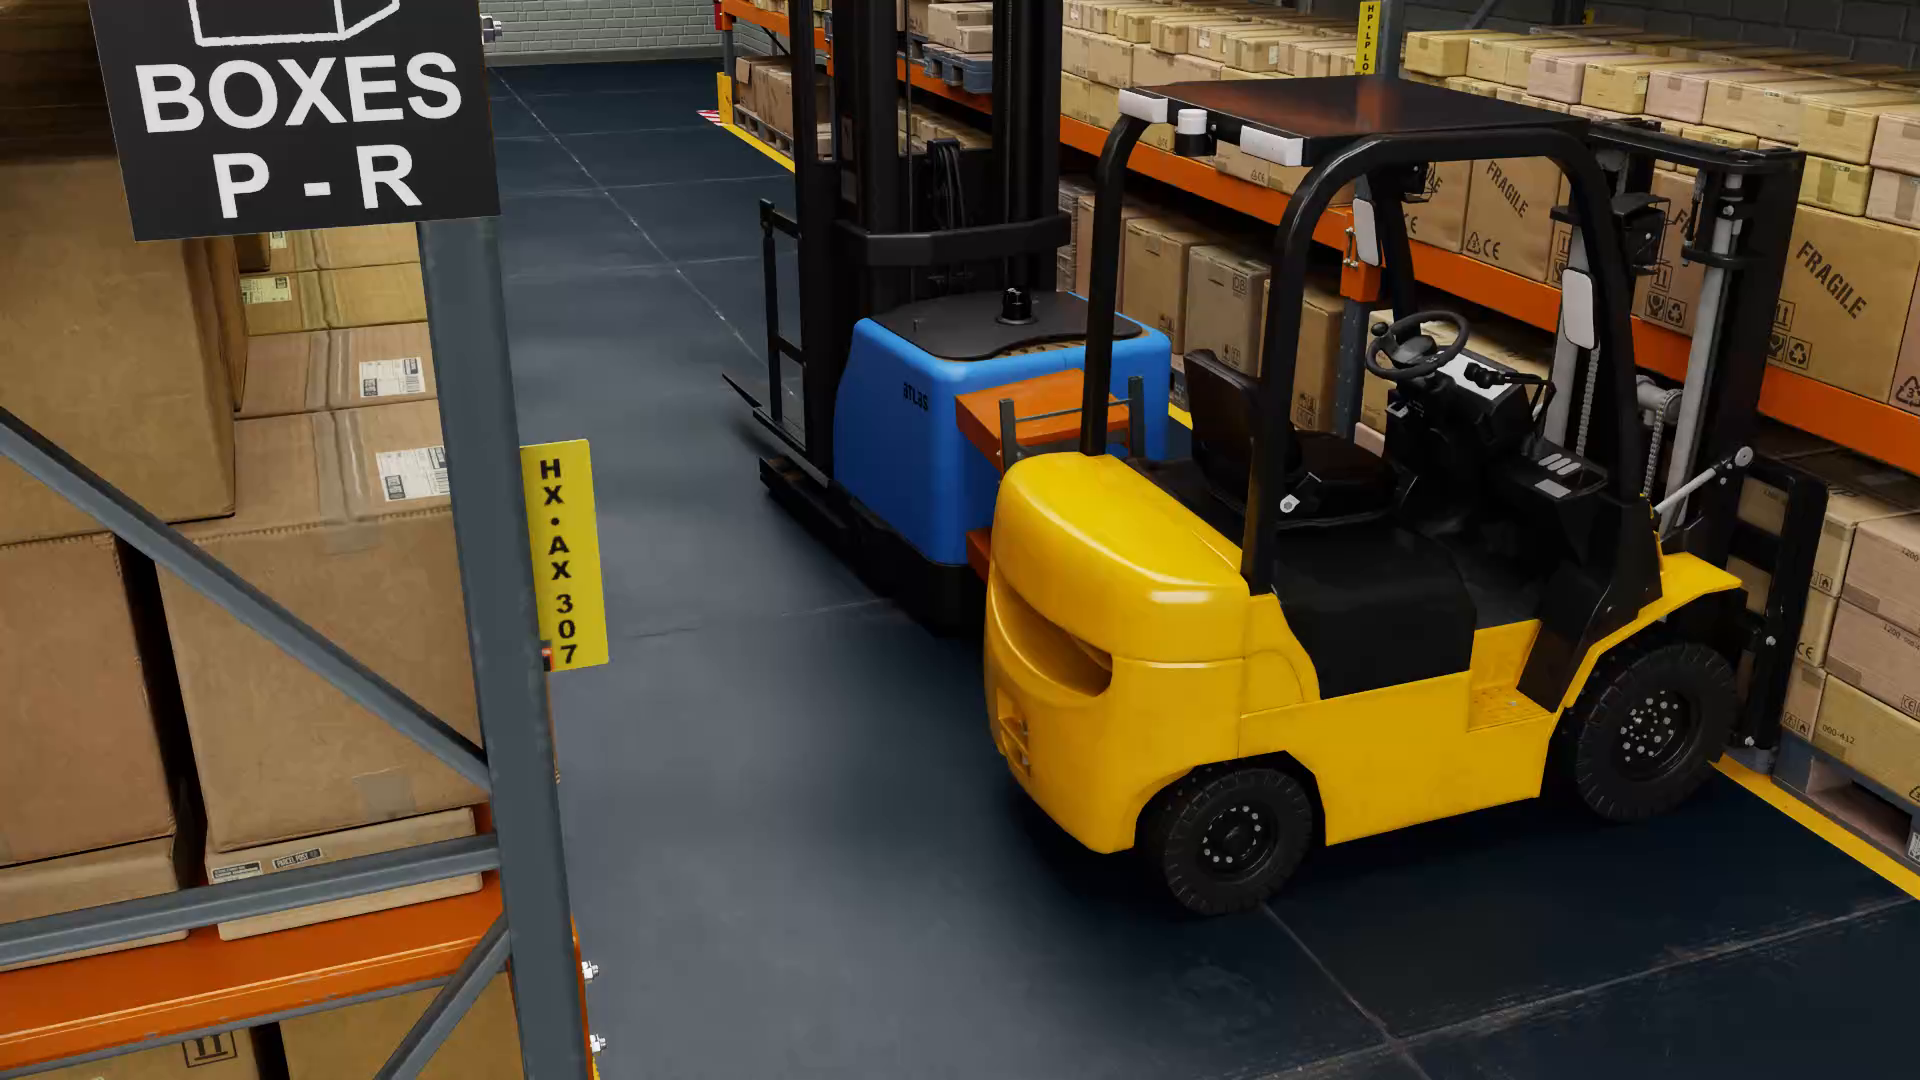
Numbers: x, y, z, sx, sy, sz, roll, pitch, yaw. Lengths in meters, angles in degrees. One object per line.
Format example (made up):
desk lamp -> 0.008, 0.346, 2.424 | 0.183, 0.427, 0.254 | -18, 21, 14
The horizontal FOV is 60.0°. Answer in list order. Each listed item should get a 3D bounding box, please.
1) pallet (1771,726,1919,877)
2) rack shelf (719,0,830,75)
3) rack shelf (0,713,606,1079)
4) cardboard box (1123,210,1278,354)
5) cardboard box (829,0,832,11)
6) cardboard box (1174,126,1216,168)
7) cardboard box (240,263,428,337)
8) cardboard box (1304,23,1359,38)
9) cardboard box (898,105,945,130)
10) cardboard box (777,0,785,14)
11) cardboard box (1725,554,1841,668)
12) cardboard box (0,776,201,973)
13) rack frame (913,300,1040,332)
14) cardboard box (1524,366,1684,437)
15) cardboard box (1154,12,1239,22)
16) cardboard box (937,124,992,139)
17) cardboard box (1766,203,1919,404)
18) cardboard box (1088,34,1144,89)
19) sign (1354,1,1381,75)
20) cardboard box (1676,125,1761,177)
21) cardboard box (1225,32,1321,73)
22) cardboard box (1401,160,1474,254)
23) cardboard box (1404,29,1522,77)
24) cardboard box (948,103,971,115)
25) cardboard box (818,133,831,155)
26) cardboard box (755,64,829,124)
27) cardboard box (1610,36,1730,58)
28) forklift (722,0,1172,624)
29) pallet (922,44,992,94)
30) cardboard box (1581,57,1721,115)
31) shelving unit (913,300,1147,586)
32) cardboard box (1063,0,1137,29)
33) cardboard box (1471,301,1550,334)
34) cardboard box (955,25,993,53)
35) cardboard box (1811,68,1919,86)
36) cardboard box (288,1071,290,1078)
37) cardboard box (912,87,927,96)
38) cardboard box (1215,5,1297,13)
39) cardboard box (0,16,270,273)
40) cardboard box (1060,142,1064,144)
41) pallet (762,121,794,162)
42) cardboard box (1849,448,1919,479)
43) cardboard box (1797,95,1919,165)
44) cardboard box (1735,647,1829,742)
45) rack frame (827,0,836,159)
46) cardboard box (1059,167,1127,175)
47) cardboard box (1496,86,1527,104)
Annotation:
pallet -> 3.295, 0.829, 5.011 | 1.003, 0.211, 1.213 | -8, 24, -19
rack shelf -> -1.342, -4.939, 16.032 | 1.077, 0.370, 4.000 | -8, 24, -19
rack shelf -> -1.745, 0.104, 4.068 | 1.077, 0.370, 4.000 | -8, 24, -19
cardboard box -> 1.462, -1.480, 9.416 | 0.875, 0.625, 0.625 | -9, 25, -21
cardboard box -> -0.674, -4.577, 13.578 | 0.700, 0.500, 0.500 | -8, 24, -18
cardboard box -> 1.439, -2.082, 8.520 | 0.500, 0.250, 0.500 | -8, 24, -19
cardboard box -> -1.313, -0.267, 3.510 | 0.500, 0.500, 0.500 | -9, 24, -20
cardboard box -> 1.960, -2.519, 8.399 | 0.380, 0.149, 0.250 | -8, 24, -19
cardboard box -> -0.323, -3.342, 13.160 | 0.380, 0.149, 0.250 | -8, 24, -19
cardboard box -> -1.513, -5.072, 15.746 | 0.380, 0.149, 0.250 | -8, 24, -19
cardboard box -> 2.770, 0.157, 5.371 | 0.500, 0.250, 0.500 | -9, 24, -20
cardboard box -> -1.371, 0.508, 2.506 | 0.380, 0.149, 0.250 | -8, 24, -17
rack frame -> 0.104, -0.370, 6.624 | 0.500, 1.125, 0.032 | -11, 25, -14
cardboard box -> 2.426, -0.439, 6.142 | 0.500, 0.250, 0.500 | -7, 24, -17
cardboard box -> 1.263, -2.730, 8.902 | 0.380, 0.149, 0.250 | -8, 24, -19
cardboard box -> 0.050, -2.965, 12.265 | 0.380, 0.149, 0.250 | -9, 24, -20
cardboard box -> 2.828, -0.748, 5.035 | 0.500, 0.500, 0.500 | -9, 24, -20
cardboard box -> 1.050, -2.682, 9.301 | 0.500, 0.250, 0.500 | -9, 24, -20
sign -> 1.687, -2.056, 6.877 | 0.100, 0.325, 0.005 | -8, 24, -19
cardboard box -> 2.585, -1.265, 5.426 | 0.380, 0.149, 0.250 | -9, 24, -20
cardboard box -> 1.500, -2.340, 7.977 | 0.380, 0.149, 0.250 | -9, 25, -21
cardboard box -> 2.103, -1.486, 6.785 | 0.500, 0.500, 0.500 | -9, 24, -20
cardboard box -> 2.026, -1.962, 6.697 | 0.380, 0.149, 0.250 | -8, 24, -18
cardboard box -> 0.118, -3.411, 13.324 | 0.380, 0.149, 0.250 | -8, 24, -18
cardboard box -> -1.107, -3.586, 15.025 | 0.380, 0.149, 0.250 | -9, 25, -21
cardboard box -> -1.655, -4.488, 16.713 | 0.700, 0.500, 0.500 | -7, 24, -17
cardboard box -> 2.742, -1.853, 6.438 | 0.380, 0.149, 0.250 | -9, 24, -19
forklift -> -0.281, -1.569, 7.199 | 1.130, 2.935, 3.031 | -11, 25, -24
pallet -> 0.473, -3.239, 11.319 | 1.213, 0.211, 1.003 | -8, 24, -19
cardboard box -> 2.413, -1.590, 5.814 | 0.380, 0.149, 0.250 | -9, 24, -20
shelving unit -> 0.256, -0.180, 6.178 | 0.538, 1.125, 1.048 | -11, 25, -14
cardboard box -> 0.825, -3.092, 9.761 | 0.380, 0.149, 0.250 | -8, 24, -18
cardboard box -> 2.546, -0.872, 7.169 | 0.500, 0.250, 0.500 | -8, 24, -18
cardboard box -> 0.187, -3.354, 11.129 | 0.380, 0.149, 0.250 | -8, 24, -18
cardboard box -> 3.069, -1.478, 5.549 | 0.380, 0.149, 0.250 | -8, 24, -17
cardboard box -> -1.751, 1.126, 3.715 | 0.500, 0.250, 0.500 | -8, 24, -19
cardboard box -> -0.236, -3.790, 14.223 | 0.380, 0.149, 0.250 | -9, 25, -21
cardboard box -> 1.651, -2.898, 9.300 | 0.380, 0.149, 0.250 | -9, 24, -20
cardboard box -> -1.918, -0.857, 3.622 | 0.700, 0.500, 0.500 | -9, 24, -19
cardboard box -> 0.816, -2.763, 11.787 | 0.380, 0.149, 0.250 | -8, 24, -17
pallet -> -1.312, -3.952, 16.356 | 1.003, 0.211, 1.213 | -8, 24, -19
cardboard box -> 3.265, -0.136, 5.422 | 0.500, 0.250, 0.500 | -9, 24, -19
cardboard box -> 2.736, -1.217, 4.928 | 0.380, 0.149, 0.250 | -8, 24, -18
cardboard box -> 2.807, 0.398, 5.444 | 0.500, 0.250, 0.500 | -8, 24, -18
rack frame -> -0.635, -4.544, 14.168 | 1.000, 3.000, 0.127 | -8, 24, -19
cardboard box -> 0.891, -2.324, 11.579 | 0.500, 0.500, 0.500 | -7, 24, -17
cardboard box -> 2.268, -1.645, 6.328 | 0.380, 0.149, 0.250 | -8, 24, -19
